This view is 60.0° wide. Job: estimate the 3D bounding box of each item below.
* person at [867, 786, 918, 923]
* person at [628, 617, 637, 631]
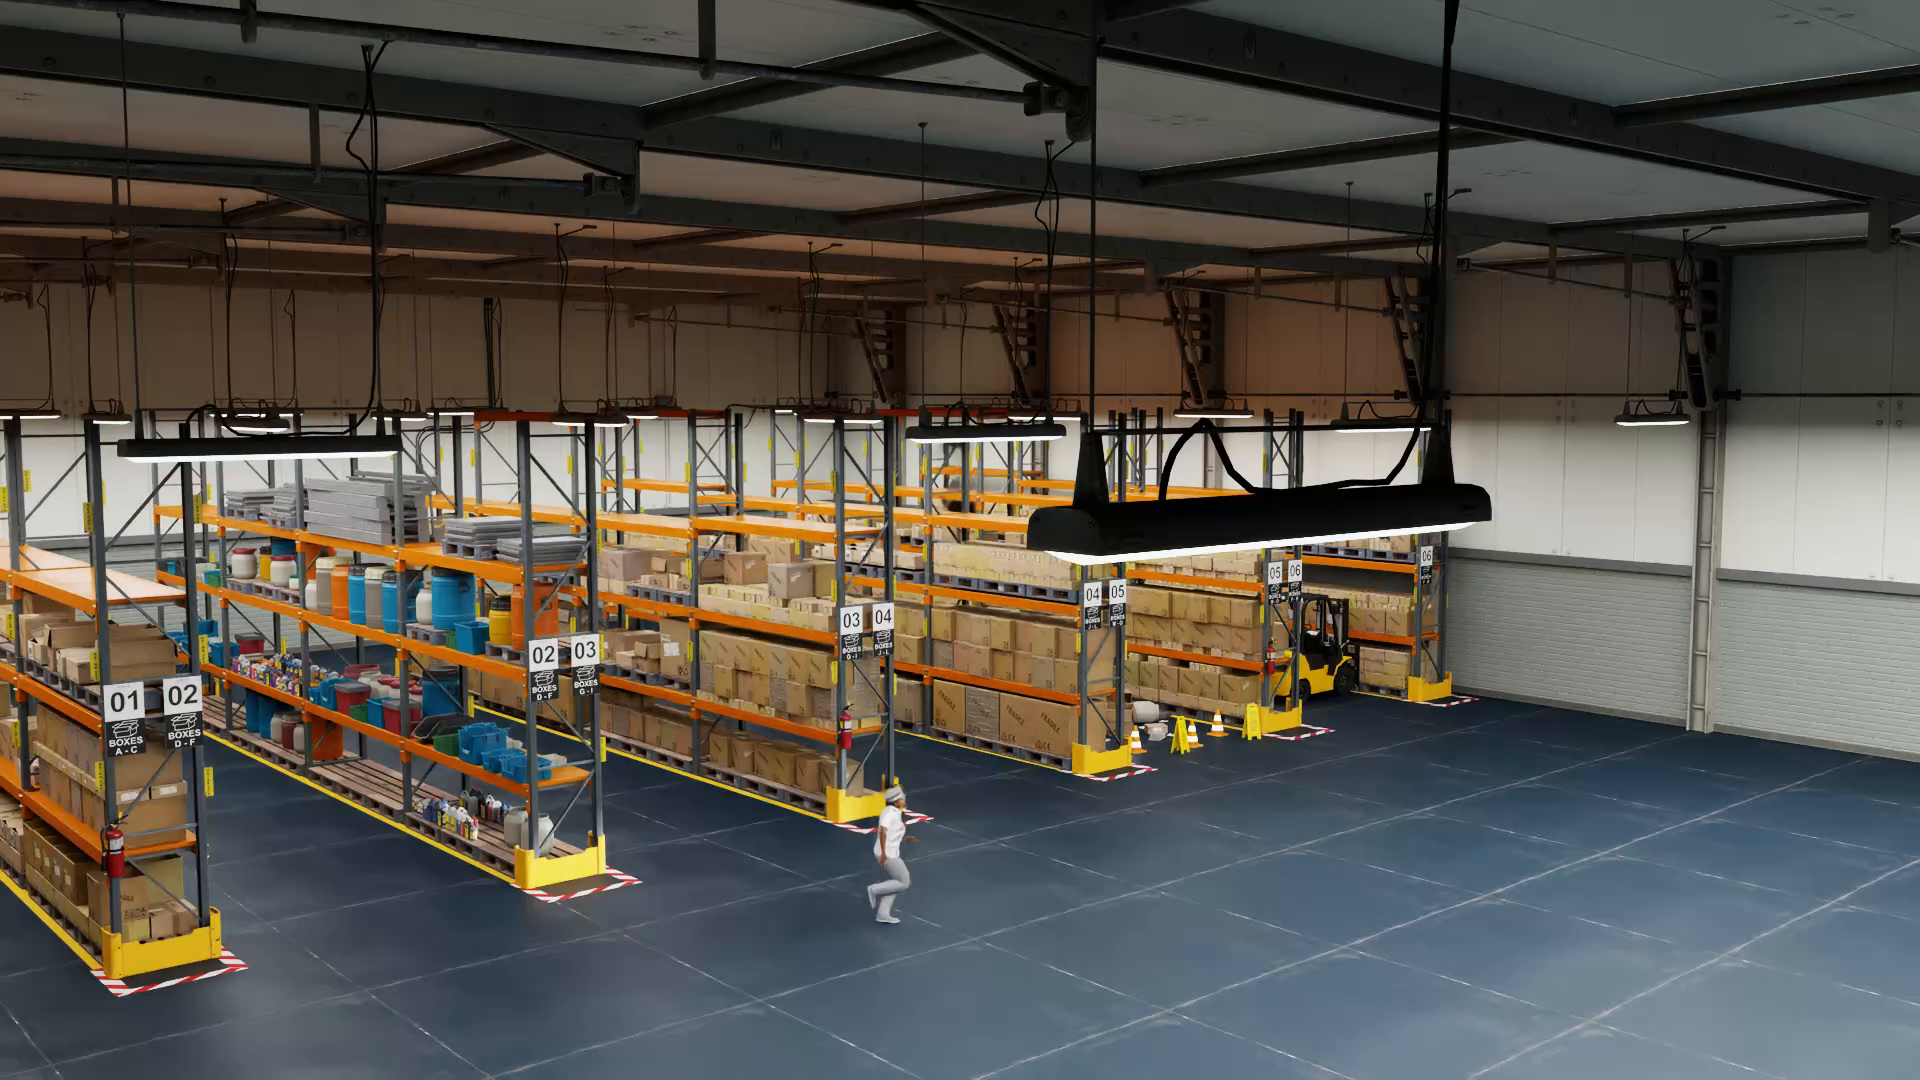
[{"bbox_3d":[-0.804,3.776,19.930,0.638,1.649,0.616,-1,5,-12],"label":"person"},{"bbox_3d":[-8.015,1.930,41.244,0.711,1.609,0.630,-1,5,-10],"label":"person"}]
